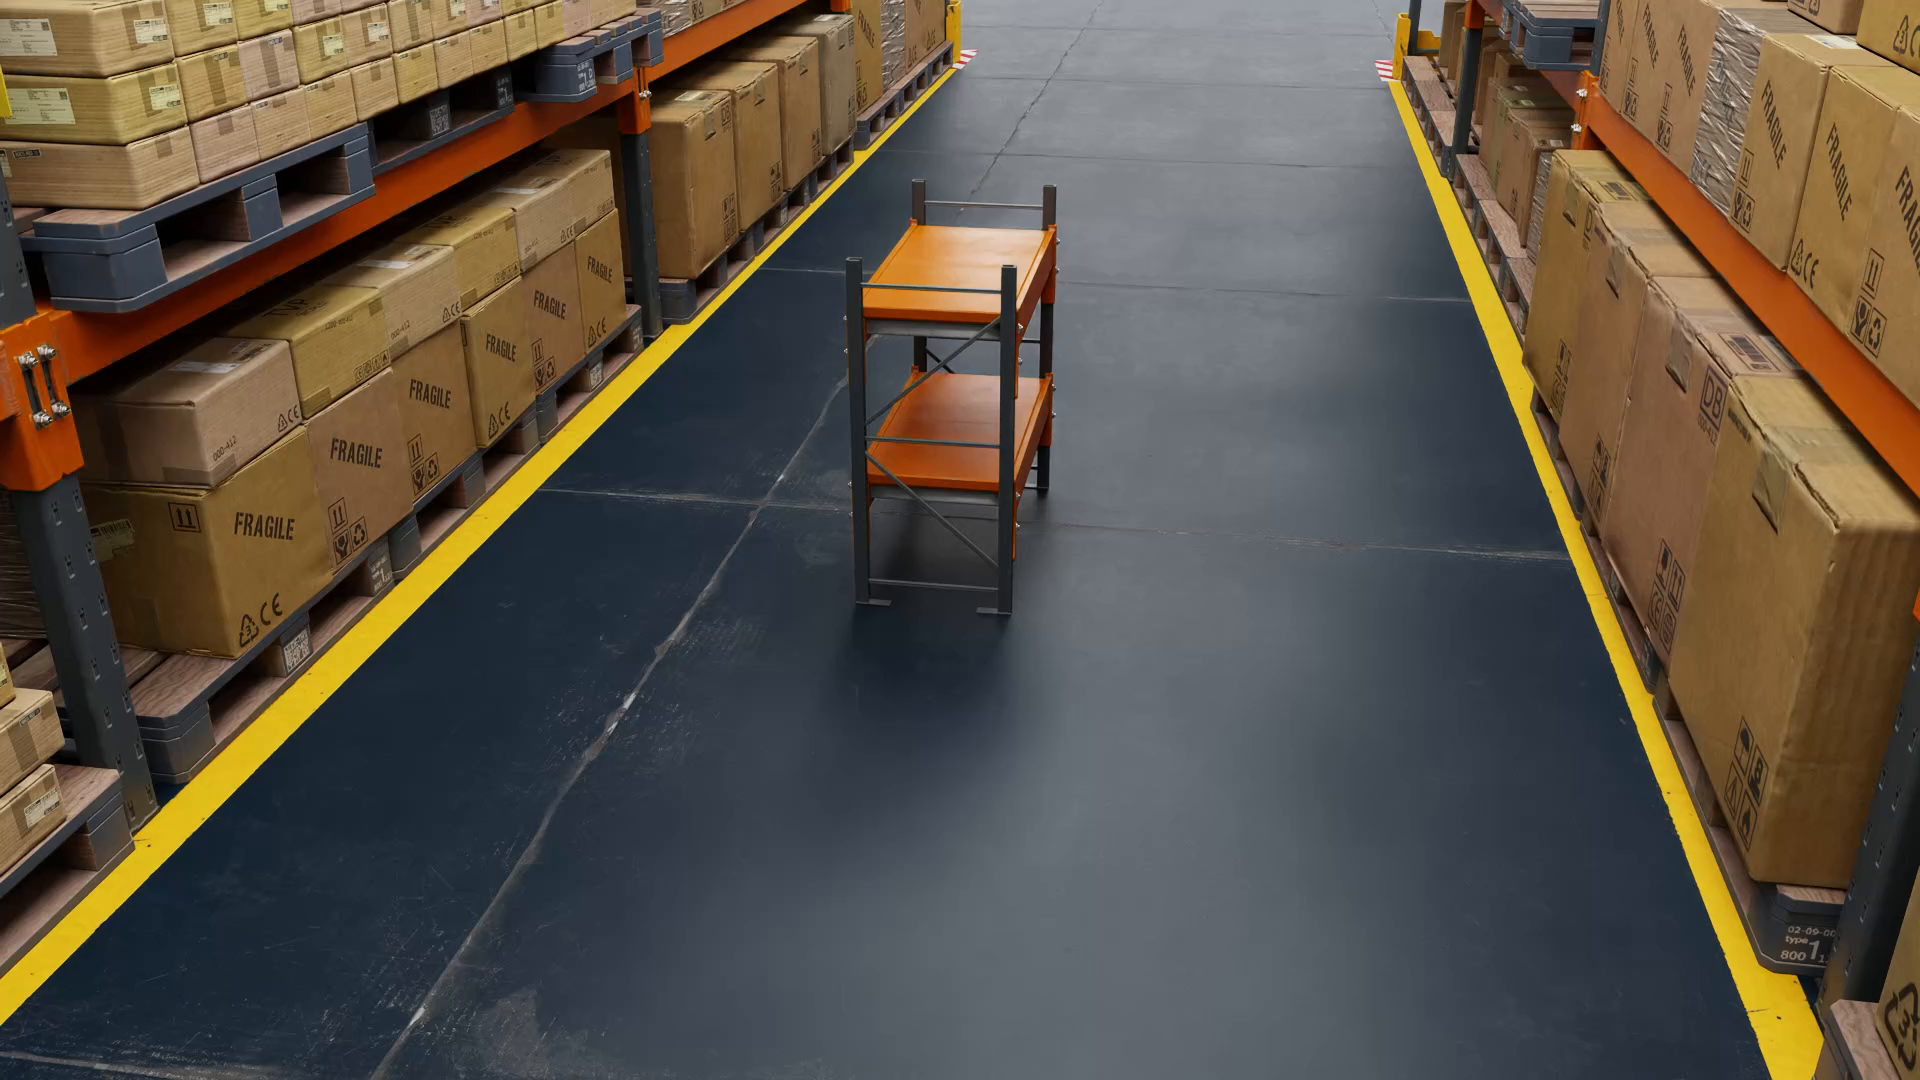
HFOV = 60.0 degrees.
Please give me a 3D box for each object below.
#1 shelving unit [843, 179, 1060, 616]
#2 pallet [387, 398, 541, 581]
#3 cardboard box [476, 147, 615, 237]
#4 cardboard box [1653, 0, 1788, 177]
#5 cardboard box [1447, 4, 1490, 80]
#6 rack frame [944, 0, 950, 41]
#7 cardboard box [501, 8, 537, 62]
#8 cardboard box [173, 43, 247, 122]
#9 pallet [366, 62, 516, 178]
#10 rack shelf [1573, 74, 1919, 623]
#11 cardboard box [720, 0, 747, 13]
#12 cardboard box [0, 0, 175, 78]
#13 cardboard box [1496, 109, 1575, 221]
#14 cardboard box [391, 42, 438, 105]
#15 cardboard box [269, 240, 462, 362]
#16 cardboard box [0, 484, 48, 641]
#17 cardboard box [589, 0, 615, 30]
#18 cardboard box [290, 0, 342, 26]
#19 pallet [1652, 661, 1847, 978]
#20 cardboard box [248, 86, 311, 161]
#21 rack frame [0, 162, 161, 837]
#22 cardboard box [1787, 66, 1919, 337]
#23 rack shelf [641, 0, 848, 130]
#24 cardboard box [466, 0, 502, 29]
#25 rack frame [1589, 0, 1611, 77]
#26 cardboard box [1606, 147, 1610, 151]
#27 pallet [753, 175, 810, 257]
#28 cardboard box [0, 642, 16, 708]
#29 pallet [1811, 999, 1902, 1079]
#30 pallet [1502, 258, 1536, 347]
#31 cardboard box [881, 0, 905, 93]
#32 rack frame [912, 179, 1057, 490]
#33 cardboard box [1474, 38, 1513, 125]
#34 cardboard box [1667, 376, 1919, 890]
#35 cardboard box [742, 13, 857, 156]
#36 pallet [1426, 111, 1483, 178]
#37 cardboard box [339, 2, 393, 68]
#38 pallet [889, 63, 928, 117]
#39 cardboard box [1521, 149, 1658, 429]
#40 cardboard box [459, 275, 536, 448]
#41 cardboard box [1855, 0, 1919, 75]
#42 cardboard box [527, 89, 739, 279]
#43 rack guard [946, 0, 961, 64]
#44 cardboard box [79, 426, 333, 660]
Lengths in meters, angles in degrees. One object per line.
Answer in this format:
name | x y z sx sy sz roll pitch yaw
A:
shelving unit | -0.001 -0.507 5.506 0.538 1.125 1.048 4 25 9
pallet | -2.230 -0.246 6.026 1.003 0.211 1.213 4 25 9
cardboard box | -1.753 -1.438 6.852 0.500 0.250 0.500 3 25 7
cardboard box | 2.467 -1.389 5.061 0.500 0.500 0.500 4 25 8
cardboard box | 4.102 -3.850 12.890 0.500 0.500 0.500 11 27 22
rack frame | -0.592 -5.690 14.368 1.000 3.000 0.127 4 25 9
cardboard box | -1.697 -1.755 5.761 0.380 0.149 0.250 3 25 6
cardboard box | -1.995 -1.124 4.063 0.380 0.149 0.250 4 25 7
pallet | -2.183 -1.427 5.486 1.003 0.211 1.213 4 25 9
rack shelf | 2.650 -0.796 4.761 1.077 0.370 4.000 4 25 9
cardboard box | -1.397 -2.982 8.465 0.500 0.500 0.500 4 25 8
cardboard box | -2.035 -1.150 3.768 0.380 0.149 0.250 5 26 11
cardboard box | 3.322 -2.011 8.938 0.700 0.500 0.500 2 25 4
cardboard box | -1.827 -1.427 5.062 0.380 0.149 0.250 4 25 8
cardboard box | -2.000 -0.796 5.480 0.500 0.250 0.500 5 26 11
cardboard box | -2.681 -0.057 4.786 0.500 0.500 0.500 4 25 8
cardboard box | -1.569 -2.079 6.454 0.380 0.149 0.250 4 25 8
cardboard box | -1.908 -1.478 4.470 0.380 0.149 0.250 4 25 8
pallet | 2.375 0.649 4.113 1.003 0.211 1.213 4 25 9
cardboard box | -1.951 -1.101 4.366 0.380 0.149 0.250 4 25 9
rack frame | -2.553 -0.671 3.646 1.000 3.000 0.127 4 25 9
cardboard box | 2.218 -0.752 3.700 0.500 0.500 0.500 5 26 10
rack shelf | -1.573 -2.855 9.160 1.077 0.370 4.000 4 25 9
cardboard box | -1.740 -1.778 5.460 0.380 0.149 0.250 5 25 10
rack frame | 2.977 -1.958 6.396 1.000 3.000 0.127 4 25 9
cardboard box | 3.057 -1.648 7.277 0.500 0.250 0.500 5 26 11
pallet | -1.495 -1.915 9.592 1.003 0.211 1.213 4 25 9
cardboard box | -2.355 0.327 3.679 0.380 0.149 0.250 5 25 10
pallet | 2.122 1.290 2.745 1.003 0.211 1.213 4 25 9
pallet | 3.106 -1.022 7.685 1.003 0.211 1.213 4 25 9
cardboard box | -0.930 -3.881 12.513 0.875 0.875 0.875 4 25 9
rack frame | 0.082 -0.719 5.960 0.500 1.125 0.032 4 25 9
cardboard box | 3.822 -3.094 11.275 0.500 0.500 0.500 13 28 25
cardboard box | 2.408 0.218 3.758 1.225 0.875 0.875 4 25 9
cardboard box | -1.259 -2.923 10.614 1.050 0.750 0.750 4 25 8
pallet | 3.706 -2.652 11.166 1.003 0.211 1.213 4 25 9
cardboard box | -1.869 -1.454 4.767 0.380 0.149 0.250 5 26 11
pallet | -0.847 -3.579 13.147 1.003 0.211 1.213 4 25 9
cardboard box | 2.844 -0.899 6.144 1.225 0.875 0.875 3 25 6
cardboard box | -1.908 -0.670 6.096 0.500 0.500 0.500 3 25 6
cardboard box | 2.543 -1.339 3.771 0.797 0.503 0.637 4 25 9
cardboard box | -1.711 -1.764 8.139 1.050 0.750 0.750 4 25 8
rack guard | -0.588 -4.568 14.920 1.175 0.500 0.348 4 25 9
cardboard box | -2.171 -0.020 4.708 0.500 0.500 0.500 5 26 11
